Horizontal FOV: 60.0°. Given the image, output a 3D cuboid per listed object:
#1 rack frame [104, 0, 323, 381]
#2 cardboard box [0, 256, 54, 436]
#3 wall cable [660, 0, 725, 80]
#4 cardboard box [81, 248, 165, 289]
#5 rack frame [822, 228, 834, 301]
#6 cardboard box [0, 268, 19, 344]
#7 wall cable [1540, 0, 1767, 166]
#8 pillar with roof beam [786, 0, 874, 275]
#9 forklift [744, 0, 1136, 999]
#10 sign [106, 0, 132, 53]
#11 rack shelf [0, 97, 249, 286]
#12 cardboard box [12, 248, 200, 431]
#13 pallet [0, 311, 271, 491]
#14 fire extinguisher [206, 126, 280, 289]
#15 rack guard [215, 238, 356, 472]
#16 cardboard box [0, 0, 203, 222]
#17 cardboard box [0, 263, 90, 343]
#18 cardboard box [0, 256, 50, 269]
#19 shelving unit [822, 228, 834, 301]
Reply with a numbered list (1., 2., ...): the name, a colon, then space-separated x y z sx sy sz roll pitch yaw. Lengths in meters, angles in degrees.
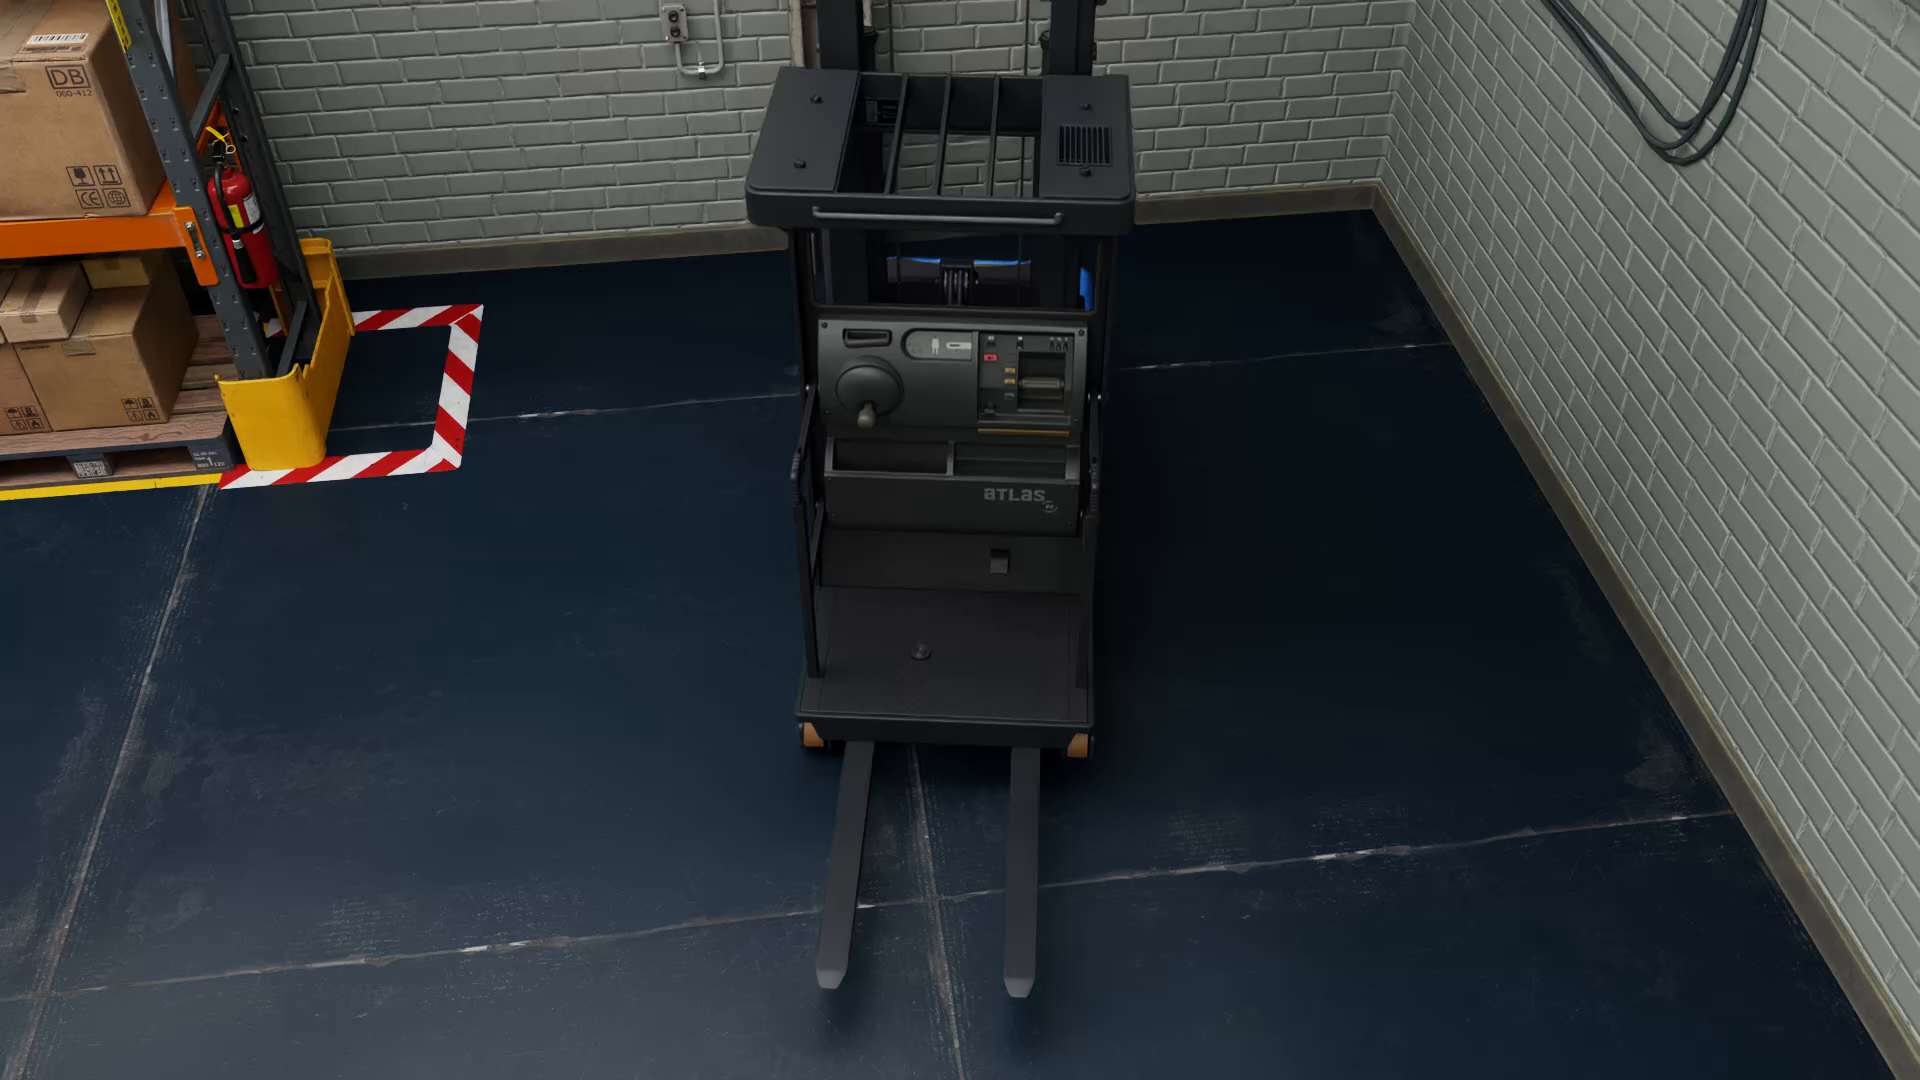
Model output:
1. rack frame: -3.193 -1.823 7.031 0.127 3.000 1.000 -5 42 -6
2. cardboard box: -4.370 -0.880 7.538 0.500 0.500 0.700 -5 42 -6
3. wall cable: -2.046 -2.939 7.511 1.851 1.984 0.084 -5 42 -6
4. cardboard box: -3.776 -1.308 7.529 0.250 0.149 0.380 -5 42 -5
5. rack frame: -0.560 -1.172 7.430 0.032 1.500 0.500 1 42 1
6. cardboard box: -4.231 -1.009 7.198 0.250 0.149 0.380 -4 42 -4
7. wall cable: 2.462 -3.151 6.343 0.112 2.526 3.097 -5 42 -6
8. pillar with roof beam: -0.070 -2.000 2.749 0.400 9.000 9.100 -5 42 -6
9. forklift: -0.036 -0.488 5.603 1.130 2.935 3.031 2 42 2
10. sign: -3.136 -1.979 6.163 0.005 0.325 0.100 -5 42 -6
11. rack shelf: -5.176 -1.382 7.080 4.000 0.370 1.077 -5 42 -6
12. cardboard box: -3.874 -0.923 7.587 0.500 0.500 0.700 -5 42 -6
13. pallet: -3.976 -0.666 7.831 1.213 0.211 1.003 -5 42 -6
14. fire extinguisher: -2.983 -1.362 6.857 0.183 0.674 0.296 -5 42 -6
15. rack guard: -3.169 -0.897 7.871 0.348 0.500 1.175 -5 42 -6
16. cardboard box: -3.697 -1.883 6.874 0.700 0.700 0.980 -3 42 -4
17. cardboard box: -3.978 -1.032 7.223 0.250 0.149 0.380 -5 42 -6
18. cardboard box: -4.278 -1.263 7.479 0.250 0.149 0.380 -5 42 -5
19. shelving unit: -0.042 -1.167 7.424 1.083 1.500 0.587 1 42 1
